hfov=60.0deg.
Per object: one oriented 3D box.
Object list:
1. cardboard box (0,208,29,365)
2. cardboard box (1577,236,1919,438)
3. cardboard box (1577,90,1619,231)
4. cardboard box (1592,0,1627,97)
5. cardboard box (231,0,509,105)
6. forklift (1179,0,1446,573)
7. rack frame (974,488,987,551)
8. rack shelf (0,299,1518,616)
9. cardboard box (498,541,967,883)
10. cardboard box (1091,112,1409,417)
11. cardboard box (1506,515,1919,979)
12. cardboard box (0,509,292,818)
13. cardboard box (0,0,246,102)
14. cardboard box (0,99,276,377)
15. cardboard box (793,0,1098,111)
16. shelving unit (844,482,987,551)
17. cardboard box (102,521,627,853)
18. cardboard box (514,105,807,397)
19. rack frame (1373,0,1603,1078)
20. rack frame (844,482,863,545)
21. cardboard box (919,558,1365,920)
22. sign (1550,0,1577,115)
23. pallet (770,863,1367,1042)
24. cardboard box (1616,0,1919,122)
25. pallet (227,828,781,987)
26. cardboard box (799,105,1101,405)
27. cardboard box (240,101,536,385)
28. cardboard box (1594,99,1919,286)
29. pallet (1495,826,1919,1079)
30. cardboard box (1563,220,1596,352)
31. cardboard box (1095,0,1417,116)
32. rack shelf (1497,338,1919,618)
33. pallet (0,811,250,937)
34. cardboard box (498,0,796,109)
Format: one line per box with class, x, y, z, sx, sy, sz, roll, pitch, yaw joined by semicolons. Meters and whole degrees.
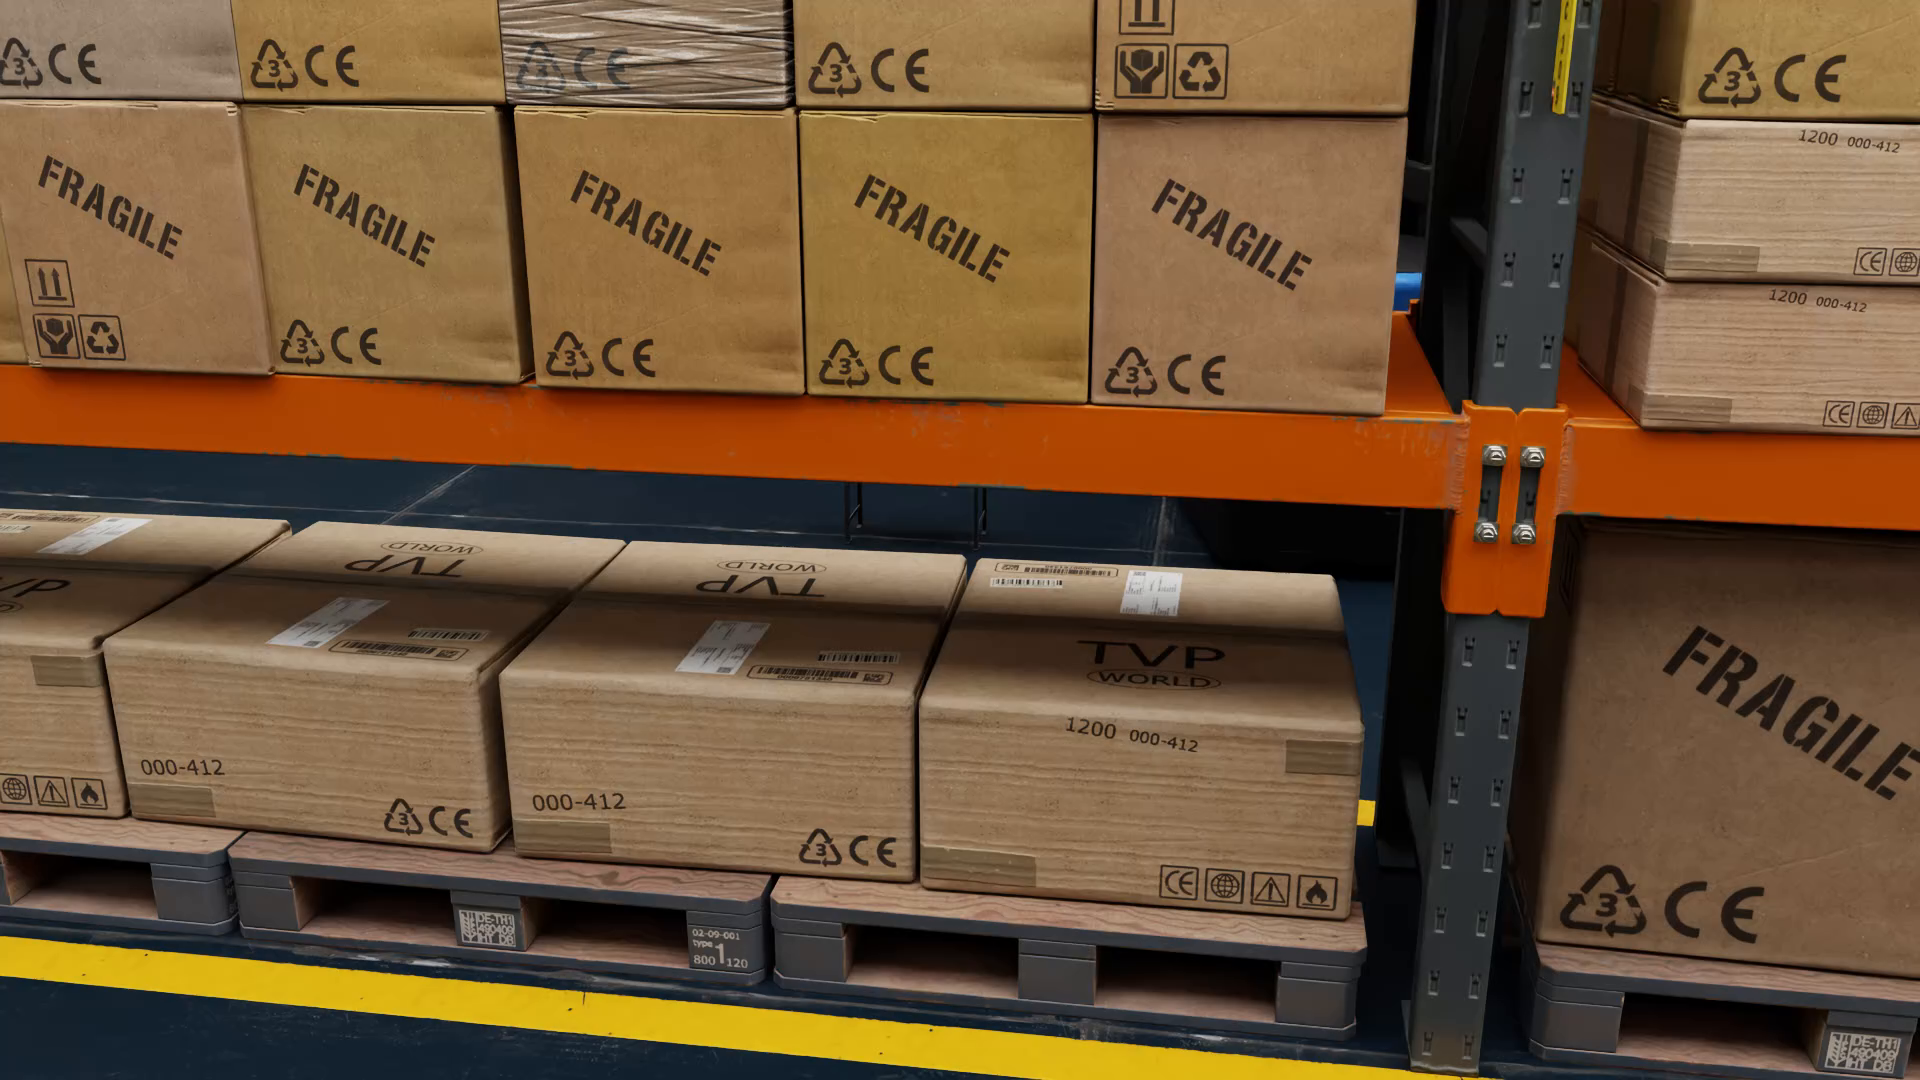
cardboard box;-2.002;-0.663;3.399;0.500;0.500;0.500;3;19;8
cardboard box;1.407;-0.369;2.915;0.500;0.250;0.500;2;19;7
cardboard box;1.489;-0.765;3.310;0.500;0.250;0.500;3;19;9
cardboard box;1.496;-1.123;3.198;0.500;0.500;0.500;4;19;10
cardboard box;-0.992;-1.082;3.077;0.500;0.500;0.500;3;19;9
forklift;2.393;-1.433;5.968;3.031;2.935;1.130;-1;19;-3
rack frame;0.077;-0.565;6.101;0.015;1.200;0.240;3;19;9
rack shelf;-0.960;-0.304;3.619;4.000;0.370;1.077;3;19;9
cardboard box;-0.472;0.361;3.873;0.875;0.438;0.875;2;19;7
cardboard box;0.516;-0.536;3.019;0.500;0.500;0.500;3;19;9
cardboard box;1.640;0.270;3.457;0.875;0.875;0.875;4;19;10
cardboard box;-2.267;0.272;4.140;0.875;0.438;0.875;2;19;7
cardboard box;-1.485;-1.107;3.151;0.500;0.500;0.500;3;19;8
cardboard box;-1.503;-0.632;3.306;0.500;0.500;0.500;3;19;8
cardboard box;0.005;-1.032;2.926;0.500;0.500;0.500;3;19;8
shelving unit;-0.163;-0.577;6.138;0.503;1.200;0.258;3;19;9
cardboard box;-1.362;0.315;4.011;0.875;0.438;0.875;3;19;10
cardboard box;-0.491;-0.581;3.153;0.500;0.500;0.500;3;19;8
rack frame;1.015;-0.545;3.204;0.127;3.000;1.000;3;19;9
rack frame;-0.404;-0.590;6.174;0.015;1.200;0.240;3;19;9
cardboard box;0.412;0.406;3.739;0.875;0.438;0.875;3;19;8
sign;0.928;-0.819;2.535;0.005;0.325;0.100;3;19;9
pallet;0.276;0.715;3.835;1.213;0.211;1.003;3;19;9
cardboard box;1.404;-0.954;2.695;0.500;0.500;0.500;3;19;9
pallet;-0.932;0.654;4.016;1.213;0.211;1.003;3;19;9
cardboard box;0.007;-0.560;3.091;0.500;0.500;0.500;2;19;7
cardboard box;-1.006;-0.612;3.246;0.500;0.500;0.500;4;19;10
cardboard box;1.404;-0.600;2.819;0.500;0.250;0.500;2;19;7
pallet;1.789;0.793;3.601;1.213;0.211;1.003;3;19;9
cardboard box;1.498;-0.530;3.397;0.500;0.250;0.500;2;19;7
cardboard box;0.505;-1.004;2.842;0.500;0.500;0.500;3;19;8
rack shelf;2.989;-0.103;3.018;4.000;0.370;1.077;3;19;9
pallet;-2.133;0.592;4.202;1.213;0.211;1.003;3;19;9
cardboard box;-0.499;-1.055;2.994;0.500;0.500;0.500;3;19;9
